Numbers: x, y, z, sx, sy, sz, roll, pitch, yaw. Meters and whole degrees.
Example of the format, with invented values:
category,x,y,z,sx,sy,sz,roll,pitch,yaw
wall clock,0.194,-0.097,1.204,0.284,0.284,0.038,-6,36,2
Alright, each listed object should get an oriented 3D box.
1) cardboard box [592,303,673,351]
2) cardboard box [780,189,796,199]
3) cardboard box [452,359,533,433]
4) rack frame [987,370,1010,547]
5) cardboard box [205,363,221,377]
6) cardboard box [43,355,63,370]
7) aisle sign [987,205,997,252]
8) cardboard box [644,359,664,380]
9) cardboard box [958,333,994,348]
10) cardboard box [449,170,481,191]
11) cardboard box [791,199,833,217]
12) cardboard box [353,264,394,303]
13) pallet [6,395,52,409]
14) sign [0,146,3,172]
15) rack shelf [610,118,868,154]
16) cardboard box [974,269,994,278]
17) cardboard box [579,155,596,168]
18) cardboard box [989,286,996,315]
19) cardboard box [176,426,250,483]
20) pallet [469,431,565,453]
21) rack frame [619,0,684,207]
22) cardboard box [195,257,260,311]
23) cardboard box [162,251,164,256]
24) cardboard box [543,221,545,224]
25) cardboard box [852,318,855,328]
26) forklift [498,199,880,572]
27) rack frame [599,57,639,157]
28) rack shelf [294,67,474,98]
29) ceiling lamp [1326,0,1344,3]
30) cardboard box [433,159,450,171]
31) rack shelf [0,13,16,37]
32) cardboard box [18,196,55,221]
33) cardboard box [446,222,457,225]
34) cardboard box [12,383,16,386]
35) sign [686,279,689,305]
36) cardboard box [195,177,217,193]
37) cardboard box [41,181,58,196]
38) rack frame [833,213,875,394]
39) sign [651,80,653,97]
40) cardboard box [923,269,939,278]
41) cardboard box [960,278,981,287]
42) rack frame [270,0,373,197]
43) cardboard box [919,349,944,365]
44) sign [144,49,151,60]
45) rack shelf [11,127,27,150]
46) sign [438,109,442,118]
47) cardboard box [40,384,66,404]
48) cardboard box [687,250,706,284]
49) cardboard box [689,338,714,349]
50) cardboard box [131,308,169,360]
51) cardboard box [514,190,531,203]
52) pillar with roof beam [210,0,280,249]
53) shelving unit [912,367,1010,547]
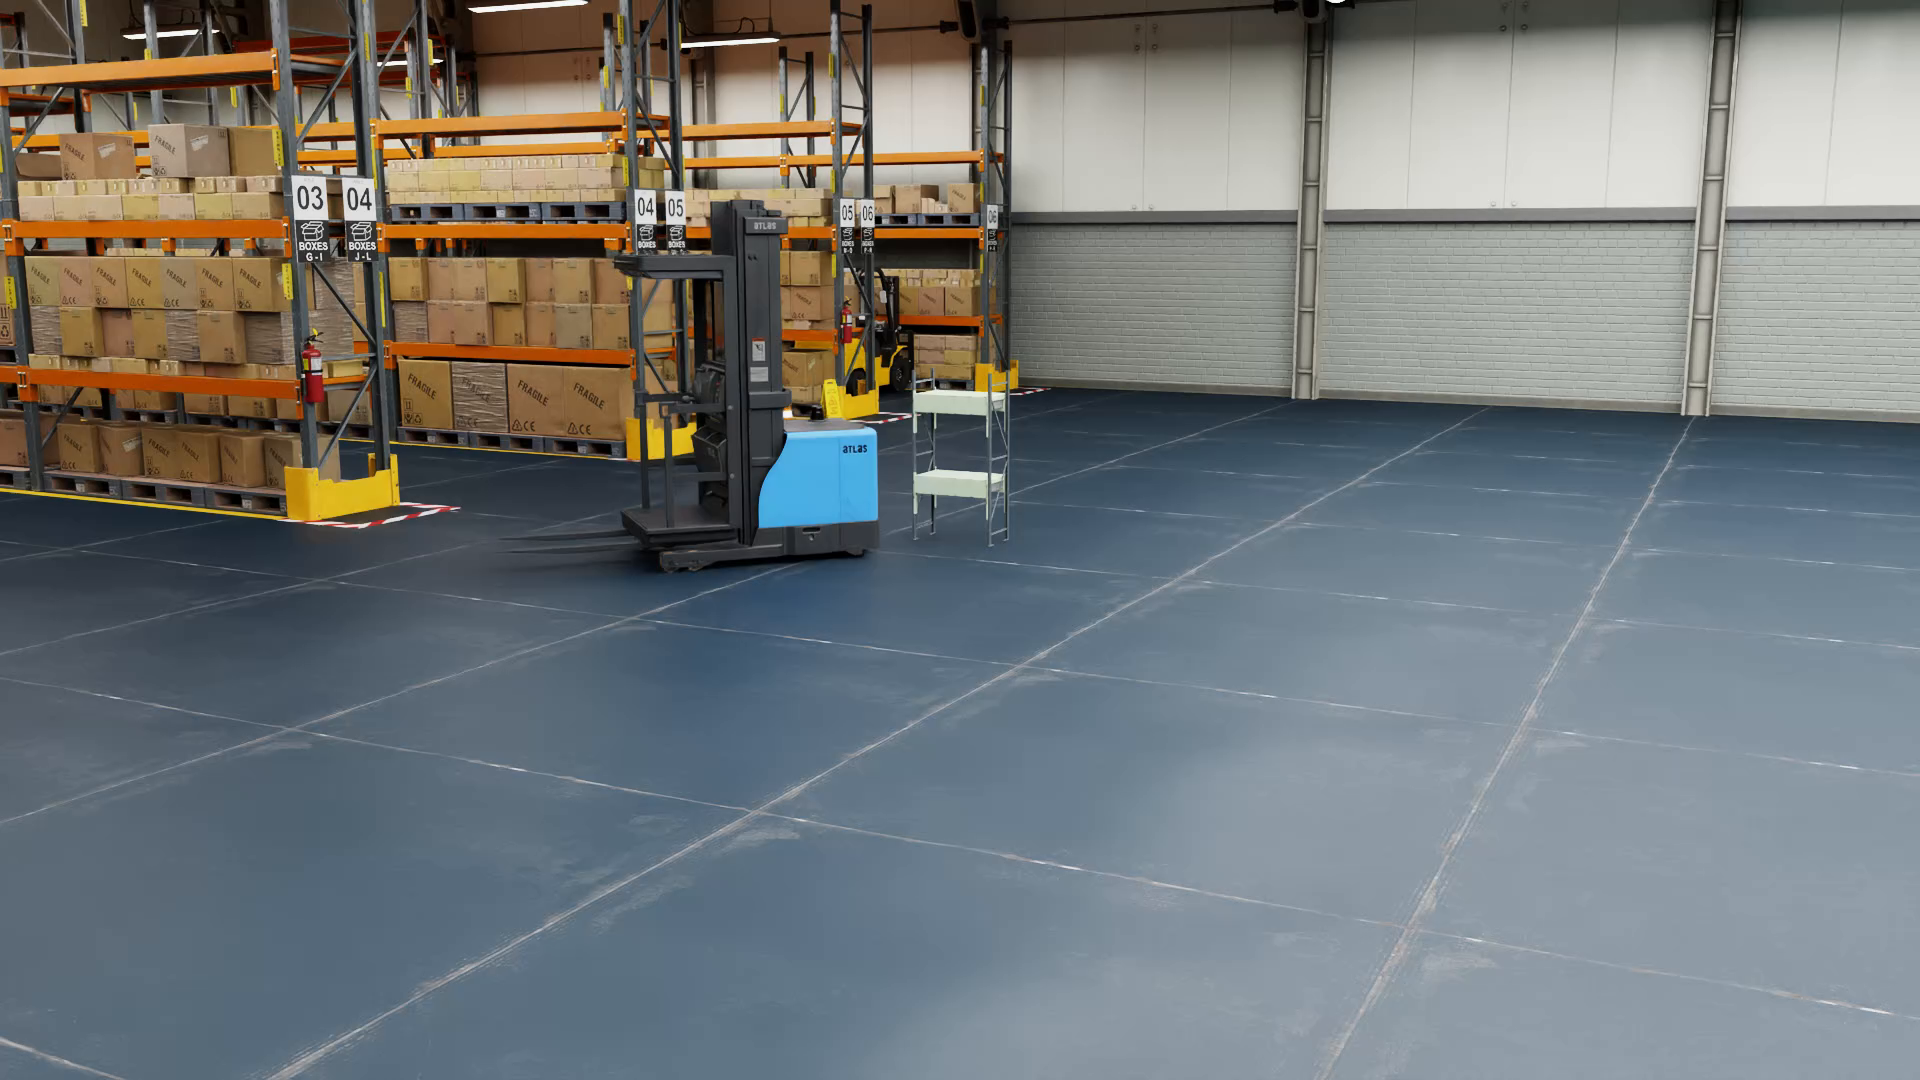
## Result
category,x,y,z,sx,sy,sz,roll,pitch,yaw
cardboard box,-4.016,-2.630,20.418,0.550,0.550,0.875,5,11,26
cardboard box,-2.449,-5.101,24.534,0.250,0.149,0.380,5,11,25
cardboard box,-5.908,-1.879,21.478,0.875,0.875,0.875,5,11,26
rack frame,0.334,-0.709,14.434,0.023,1.500,0.400,5,11,26
cardboard box,-7.190,-1.696,16.382,0.250,0.149,0.380,5,11,26
cardboard box,-9.258,-1.855,17.261,0.250,0.149,0.380,5,11,26
aisle sign,0.558,-5.353,28.584,0.004,0.787,0.394,5,11,26
cardboard box,-4.742,-2.781,26.109,0.500,0.500,0.500,6,12,29
cardboard box,0.282,-3.539,29.598,0.500,0.250,0.500,5,11,25
cardboard box,-6.030,-4.491,20.827,0.500,0.250,0.500,5,11,25
cardboard box,-2.142,-4.879,24.426,0.500,0.250,0.500,5,11,25
cardboard box,-7.699,-3.429,22.164,0.500,0.500,0.700,5,11,25
pallet,-15.043,-2.155,26.044,1.213,0.211,1.003,5,11,26
sign,-9.778,-3.900,16.879,0.005,0.325,0.100,5,11,26
rack shelf,-3.358,-6.087,25.123,4.000,0.370,1.077,5,11,26
cardboard box,0.422,-4.701,29.345,0.250,0.149,0.380,5,11,25
cardboard box,-4.339,-4.527,19.905,0.250,0.149,0.380,5,11,26
cardboard box,0.308,-4.258,29.555,0.500,0.500,0.500,5,12,28
cardboard box,-7.606,-0.872,16.968,0.500,0.500,0.500,6,12,31
pallet,-5.505,-1.309,21.369,1.213,0.211,1.003,5,11,26
rack frame,-3.664,-5.486,19.775,0.127,3.000,1.000,5,11,26
cardboard box,-7.002,-2.480,16.086,0.500,0.500,0.500,5,11,26
cardboard box,-14.345,-5.253,30.421,0.250,0.149,0.380,5,11,24
cardboard box,-8.013,-6.239,32.778,0.500,0.250,0.500,5,11,26
cardboard box,-1.777,-3.269,25.075,0.250,0.149,0.380,5,11,26
forklift,-2.246,-1.289,13.622,3.031,2.935,1.130,-4,11,-22
rack frame,-6.545,-7.708,32.052,0.127,3.000,1.000,5,11,26
rack shelf,-11.926,-9.462,34.433,4.000,0.370,1.077,5,11,26
ceiling lamp,5.006,-8.801,21.702,0.800,3.185,2.000,5,11,26
cardboard box,-6.391,-4.707,20.900,0.250,0.149,0.380,5,11,25
rack shelf,-16.219,-7.871,25.639,4.000,0.370,1.077,5,11,26
cardboard box,-9.246,-3.391,17.043,0.500,0.250,0.500,5,11,24
cardboard box,-8.302,-5.301,27.551,0.258,0.266,0.396,5,11,26
cardboard box,-14.875,-2.515,26.195,0.250,0.149,0.380,5,11,26
sign,-3.413,-3.087,20.713,0.005,0.325,0.100,5,11,26
cardboard box,-7.047,-3.380,15.860,0.250,0.149,0.380,5,11,26
cardboard box,-9.112,-3.579,16.960,0.250,0.149,0.380,4,11,23
rack frame,-1.564,-3.333,24.722,0.127,3.000,1.000,5,11,26
sign,-4.895,-7.184,26.310,0.005,0.325,0.100,5,11,26
cardboard box,-0.457,-4.697,29.324,0.250,0.149,0.380,5,11,26
cardboard box,0.194,-4.477,28.940,0.250,0.149,0.380,5,11,27
rack frame,-5.949,-4.702,15.442,0.127,3.000,1.000,5,11,26
cardboard box,-0.391,-3.255,29.430,0.500,0.250,0.500,5,11,25
sign,-11.069,-6.528,22.685,0.005,0.325,0.100,5,11,26
rack shelf,-16.219,-6.234,25.935,4.000,0.370,1.077,5,11,26
sign,-10.389,-8.437,33.233,0.005,0.325,0.100,5,11,26
cardboard box,-13.405,-2.314,24.935,0.500,0.500,0.500,6,12,28
cardboard box,-3.966,-4.179,25.472,0.500,0.500,0.700,5,11,25
cardboard box,-3.952,-3.020,25.607,0.250,0.149,0.380,6,12,29
cardboard box,-7.804,-2.101,16.801,0.500,0.500,0.875,5,11,26
cardboard box,-5.251,-4.215,20.418,0.250,0.149,0.380,5,11,26
pillar with roof beam,-17.644,-8.007,33.706,0.548,9.000,9.100,5,11,26
shelving unit,0.006,-0.737,14.594,0.755,1.500,0.431,5,11,26
